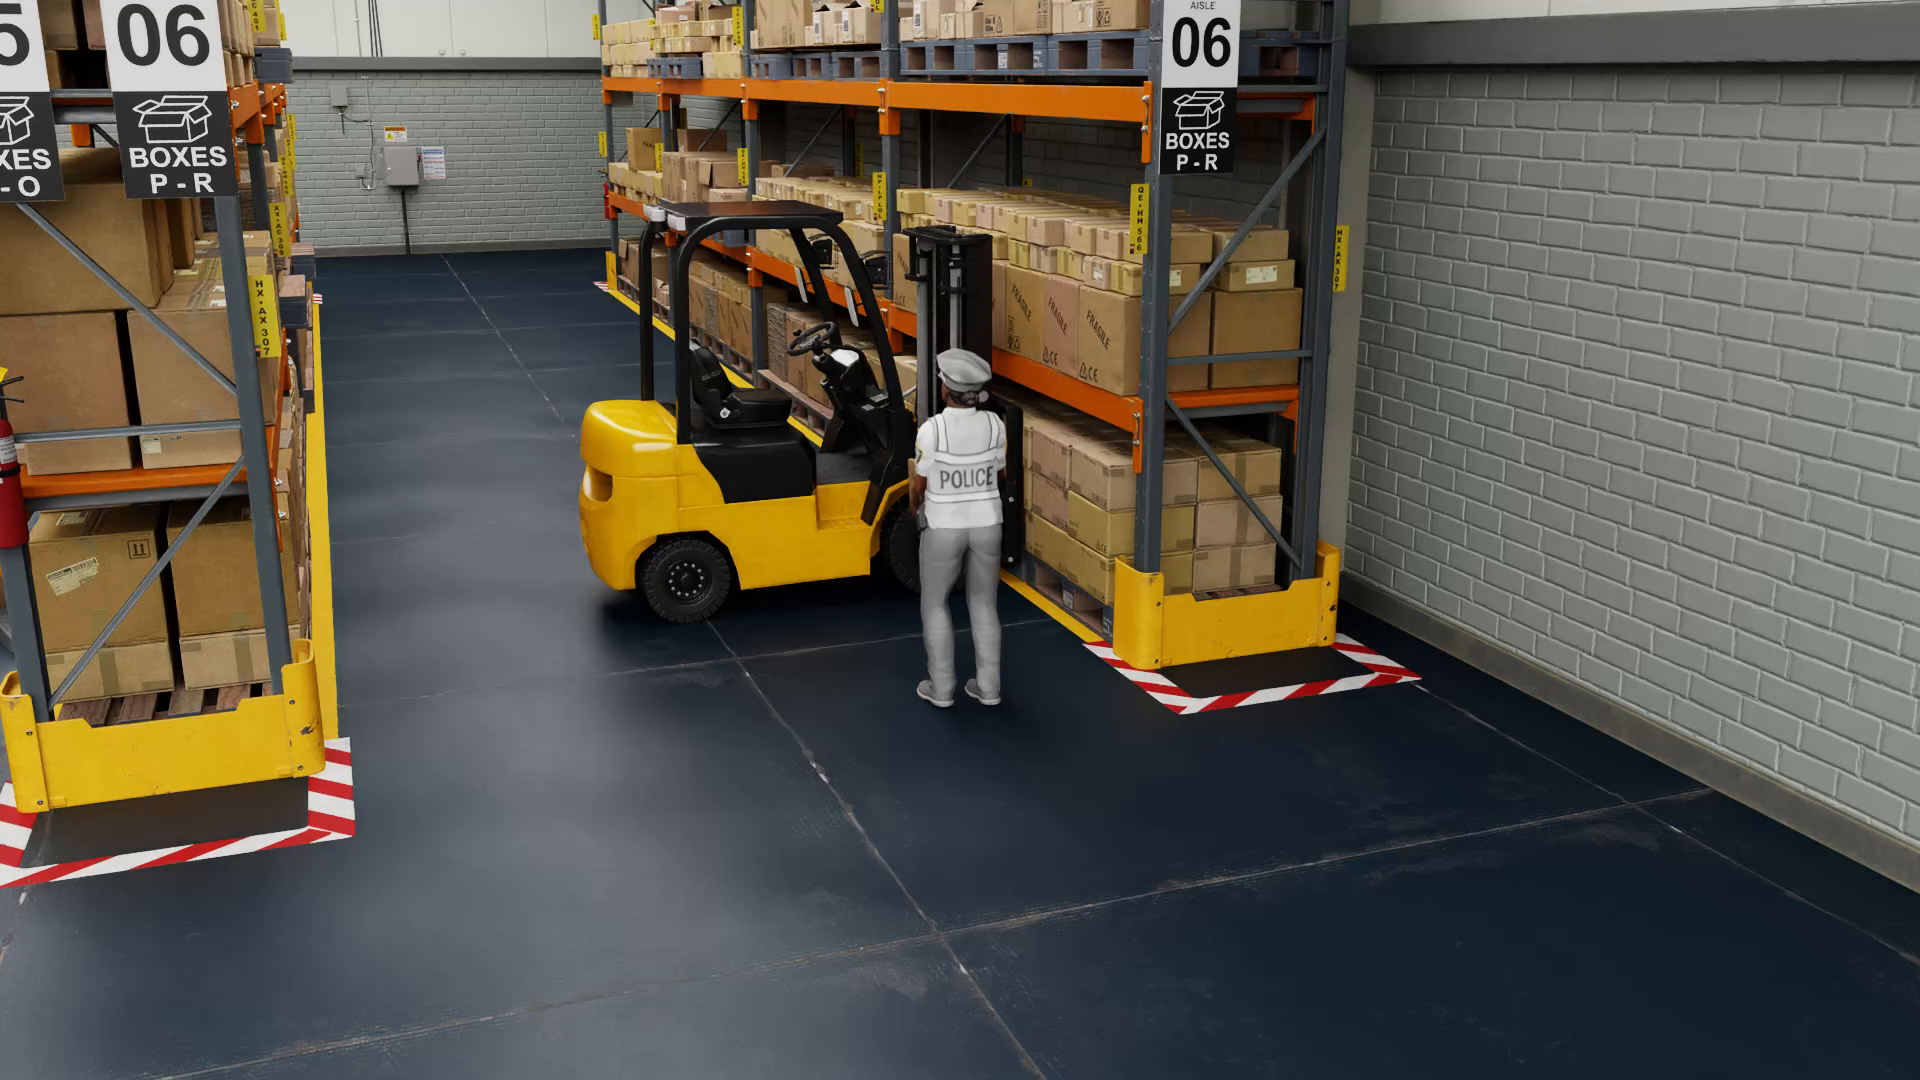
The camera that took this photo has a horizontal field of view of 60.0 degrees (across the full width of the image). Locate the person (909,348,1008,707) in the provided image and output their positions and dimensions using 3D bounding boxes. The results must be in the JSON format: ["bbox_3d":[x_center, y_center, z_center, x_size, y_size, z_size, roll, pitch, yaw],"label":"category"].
[{"bbox_3d":[-0.020,-0.060,7.700,0.451,1.688,0.531,-6,17,-19],"label":"person"}]
